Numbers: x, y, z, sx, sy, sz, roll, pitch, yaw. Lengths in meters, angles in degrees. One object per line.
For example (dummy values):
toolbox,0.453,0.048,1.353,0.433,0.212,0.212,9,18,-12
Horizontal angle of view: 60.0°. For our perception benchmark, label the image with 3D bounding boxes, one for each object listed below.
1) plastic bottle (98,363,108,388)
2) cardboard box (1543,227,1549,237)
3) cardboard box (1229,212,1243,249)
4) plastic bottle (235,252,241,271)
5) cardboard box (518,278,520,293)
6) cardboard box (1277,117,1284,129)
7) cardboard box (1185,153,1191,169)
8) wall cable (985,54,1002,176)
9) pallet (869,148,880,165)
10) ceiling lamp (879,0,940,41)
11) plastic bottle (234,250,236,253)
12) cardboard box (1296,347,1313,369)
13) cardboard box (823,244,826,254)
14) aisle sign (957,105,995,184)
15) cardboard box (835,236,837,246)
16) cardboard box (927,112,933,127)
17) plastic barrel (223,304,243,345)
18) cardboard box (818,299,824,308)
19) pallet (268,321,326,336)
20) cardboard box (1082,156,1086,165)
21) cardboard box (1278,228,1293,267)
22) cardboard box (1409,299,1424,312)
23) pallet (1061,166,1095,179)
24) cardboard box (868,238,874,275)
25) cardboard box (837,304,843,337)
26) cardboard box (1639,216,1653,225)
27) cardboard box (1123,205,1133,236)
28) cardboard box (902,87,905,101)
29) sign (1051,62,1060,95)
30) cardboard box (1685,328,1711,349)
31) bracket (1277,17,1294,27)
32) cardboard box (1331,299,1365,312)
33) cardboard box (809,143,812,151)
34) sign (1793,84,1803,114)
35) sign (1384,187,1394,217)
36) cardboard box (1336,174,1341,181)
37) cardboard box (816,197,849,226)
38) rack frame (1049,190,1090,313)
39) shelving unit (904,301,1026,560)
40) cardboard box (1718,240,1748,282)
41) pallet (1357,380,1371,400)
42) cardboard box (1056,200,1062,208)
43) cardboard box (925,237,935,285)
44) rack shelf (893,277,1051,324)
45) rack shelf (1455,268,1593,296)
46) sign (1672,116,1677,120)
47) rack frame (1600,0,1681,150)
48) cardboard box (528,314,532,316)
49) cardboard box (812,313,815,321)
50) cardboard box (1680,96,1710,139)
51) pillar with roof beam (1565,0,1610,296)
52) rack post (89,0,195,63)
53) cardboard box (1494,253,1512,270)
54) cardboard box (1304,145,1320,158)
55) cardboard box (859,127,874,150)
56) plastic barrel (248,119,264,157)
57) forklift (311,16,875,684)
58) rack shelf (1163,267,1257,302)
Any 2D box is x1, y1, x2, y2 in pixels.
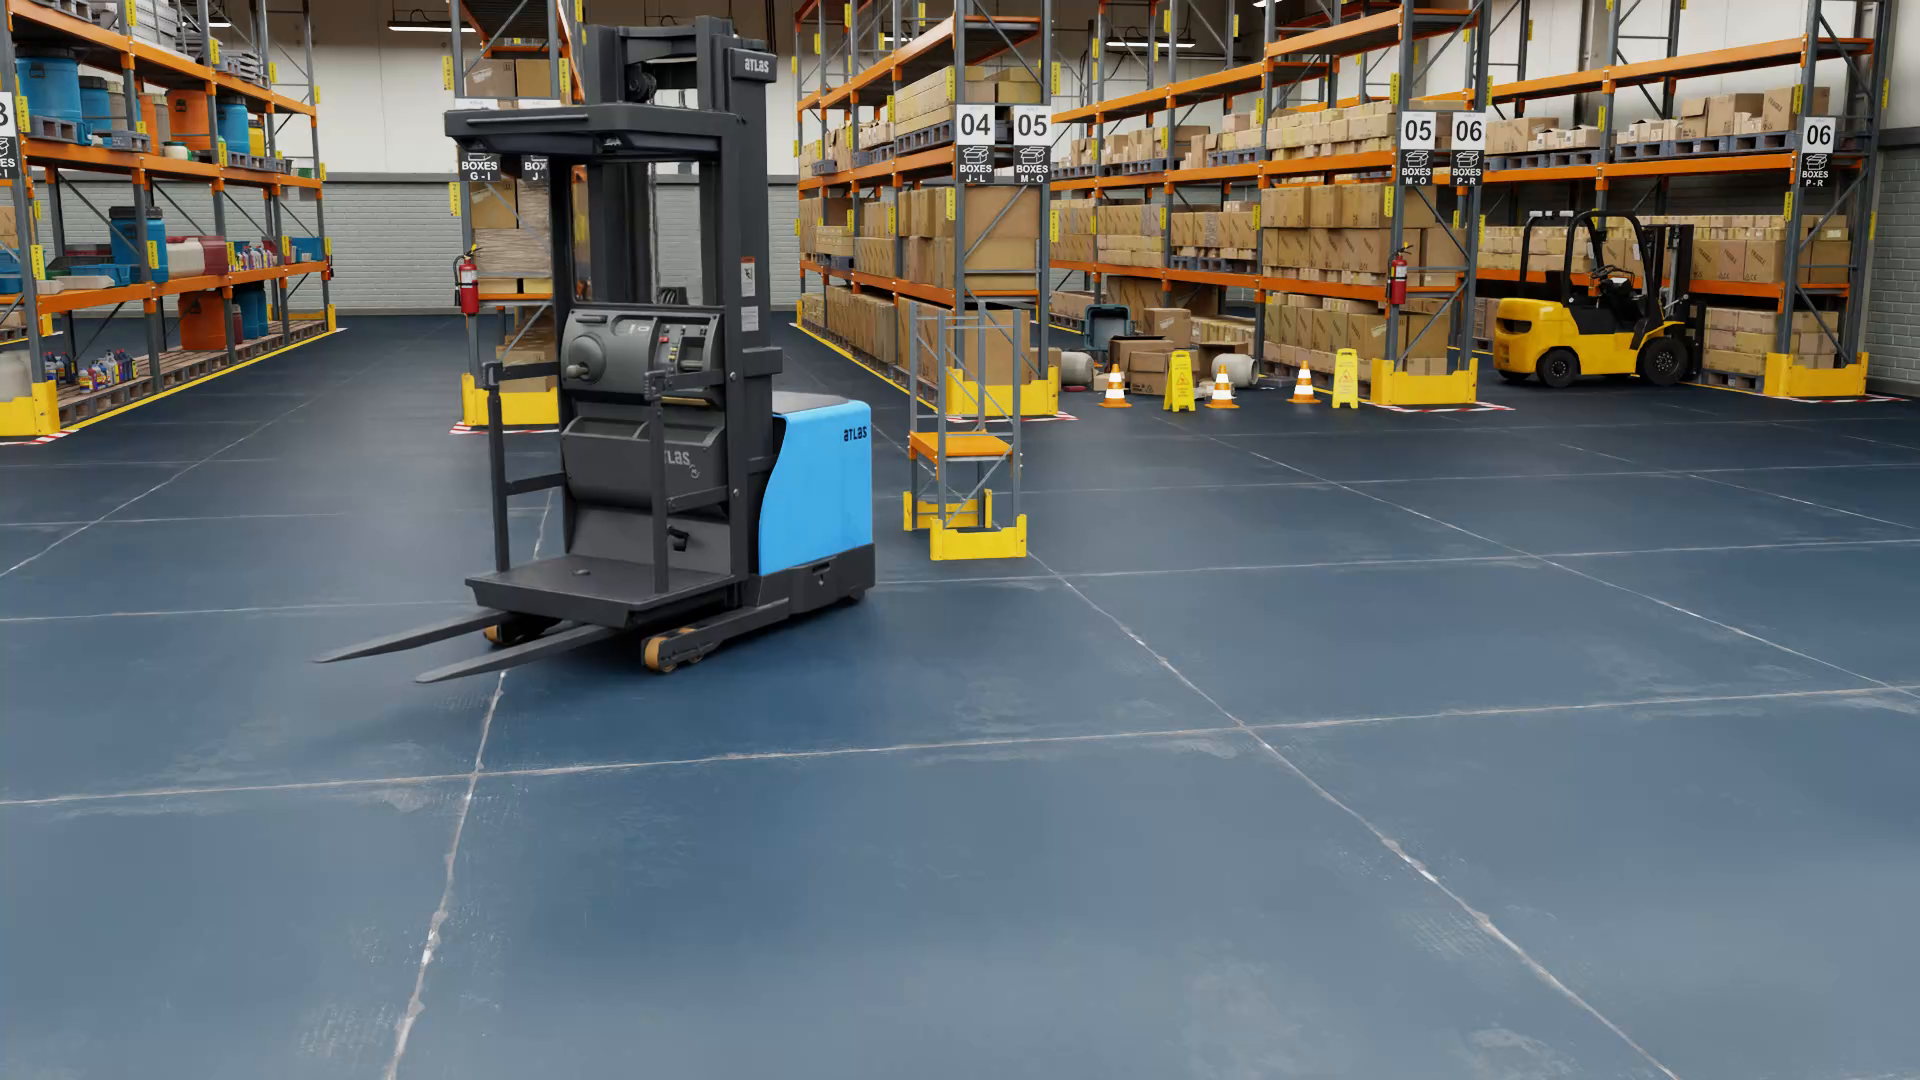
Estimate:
plastic bottle,-9.473,-1.821,18.363,0.097,0.271,0.097,0,11,0
cardboard box,8.850,-4.548,24.567,0.380,0.149,0.250,-2,11,-12
cardboard box,4.088,-4.326,23.217,0.500,0.500,0.500,-2,11,-11
plastic bottle,-10.739,-4.138,24.725,0.061,0.283,0.133,-2,11,-11
cardboard box,-4.748,-2.631,17.167,0.380,0.149,0.250,-2,11,-11
cardboard box,4.321,-5.383,21.473,0.380,0.149,0.250,-2,11,-9
cardboard box,3.667,-5.788,25.420,0.396,0.266,0.258,-2,11,-11
wall cable,0.784,-9.938,38.845,0.463,3.000,0.029,-2,11,-11
pallet,-0.715,-5.352,23.276,1.003,0.211,1.213,-2,11,-8
ceiling lamp,-0.733,-12.177,34.995,2.000,3.185,0.800,-2,11,-11
plastic bottle,-11.043,-4.271,25.245,0.144,0.351,0.185,-2,11,-11
cardboard box,4.572,-2.300,20.990,0.500,0.250,0.500,-2,11,-12
cardboard box,-2.063,-4.831,27.603,0.380,0.149,0.250,-3,11,-14
aisle sign,0.163,-4.078,17.149,0.394,0.787,0.004,-2,11,-11
cardboard box,-1.763,-4.693,26.082,0.380,0.149,0.250,-2,11,-10
cardboard box,-0.152,-4.666,18.449,0.380,0.149,0.250,-2,11,-12
plastic barrel,-11.188,-3.268,25.172,0.600,0.588,0.708,-2,11,-11
cardboard box,-2.359,-4.271,30.023,0.380,0.149,0.250,-2,11,-12
pallet,-12.290,-3.895,30.597,1.003,0.211,1.213,-2,11,-11
cardboard box,2.456,-6.984,30.627,0.380,0.149,0.250,-2,11,-10
cardboard box,4.434,-3.771,21.421,0.500,0.500,0.500,-2,11,-11
cardboard box,8.107,-3.908,28.770,0.500,0.500,0.500,-2,11,-9
pallet,2.562,-7.028,31.815,1.003,0.211,1.213,-2,11,-11
cardboard box,-0.996,-3.972,23.277,0.500,0.500,0.500,-2,11,-12
cardboard box,-1.713,-3.574,27.012,0.500,0.500,0.500,-3,11,-14
cardboard box,9.287,-4.241,22.159,0.380,0.149,0.250,-2,11,-10
cardboard box,3.077,-5.395,28.077,0.500,0.500,0.500,-2,11,-12
cardboard box,-0.498,-5.384,20.086,0.380,0.149,0.250,-2,11,-12
sign,0.989,-4.786,17.248,0.100,0.325,0.005,-2,11,-11
cardboard box,9.538,-2.570,21.072,0.500,0.250,0.500,-2,11,-12
bracket,7.127,-11.293,36.335,0.235,0.232,0.430,-2,11,-11
cardboard box,4.684,-2.815,19.954,0.380,0.149,0.250,-2,11,-10
cardboard box,-2.566,-7.197,30.461,0.380,0.149,0.250,-2,11,-12
sign,9.612,-5.057,19.066,0.100,0.325,0.005,-2,11,-11
sign,4.731,-3.731,18.336,0.100,0.325,0.005,-2,11,-11
cardboard box,7.365,-6.906,31.606,0.380,0.149,0.250,-2,11,-9
cardboard box,-2.248,-5.789,29.351,0.500,0.500,0.500,-3,11,-13
rack frame,2.167,-5.958,33.978,1.000,3.000,0.127,-2,11,-11
shelving unit,0.015,-0.723,10.483,0.587,1.500,1.083,-2,11,-11
cardboard box,9.702,-3.430,20.429,0.500,0.500,0.500,-2,11,-9
pallet,5.141,-1.818,19.684,1.003,0.211,1.213,-2,11,-11
cardboard box,2.092,-6.597,32.658,0.380,0.149,0.250,-2,11,-13
cardboard box,0.069,-3.268,19.445,0.875,0.550,0.500,-2,11,-11
rack shelf,0.054,-2.839,19.512,1.077,0.370,4.000,-2,11,-11
rack shelf,8.980,-3.952,25.362,1.077,0.370,4.000,-2,11,-11
sign,9.913,-5.725,23.138,0.100,0.325,0.005,-2,11,-11
rack frame,9.369,-6.886,22.806,1.000,3.000,0.127,-2,11,-11
cardboard box,-5.848,-2.997,23.927,0.700,0.500,0.500,-3,11,-14
cardboard box,-2.567,-4.175,31.108,0.380,0.149,0.250,-2,11,-11
cardboard box,9.645,-5.357,21.131,0.797,0.503,0.637,-2,11,-9
pillar with roof beam,5.506,-7.256,24.754,9.100,9.000,0.400,-2,11,-11
rack post,-10.545,-6.620,20.877,1.013,1.000,3.121,-2,11,-11
cardboard box,8.638,-4.322,25.781,0.500,0.250,0.500,-2,11,-13
cardboard box,4.486,-4.802,20.552,0.380,0.149,0.250,-2,11,-12
cardboard box,-1.188,-5.837,24.166,0.500,0.311,0.500,-2,11,-11
plastic barrel,-11.258,-6.296,26.106,0.600,0.588,0.600,0,11,0
forklift,-1.638,-0.936,7.773,1.130,2.935,3.031,6,12,30
rack shelf,4.112,-3.771,24.410,1.077,0.370,4.000,-2,11,-11
